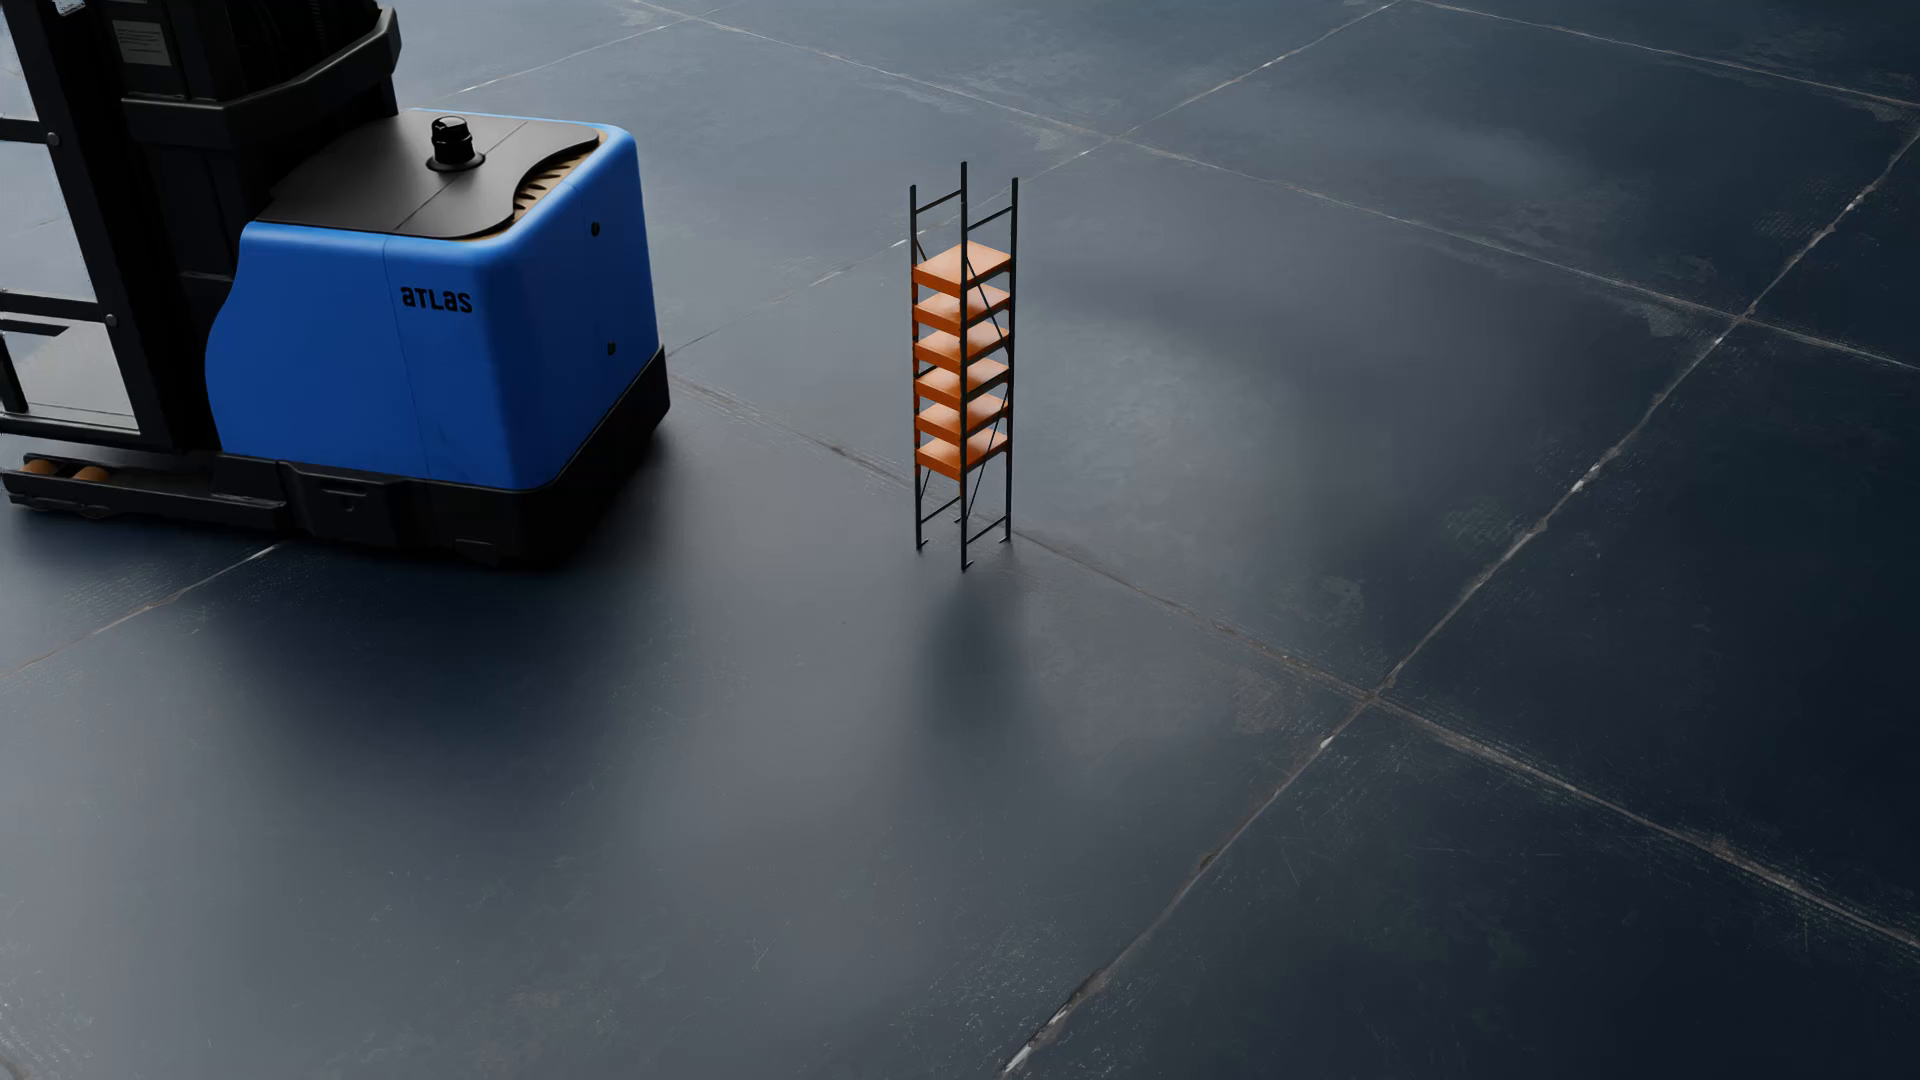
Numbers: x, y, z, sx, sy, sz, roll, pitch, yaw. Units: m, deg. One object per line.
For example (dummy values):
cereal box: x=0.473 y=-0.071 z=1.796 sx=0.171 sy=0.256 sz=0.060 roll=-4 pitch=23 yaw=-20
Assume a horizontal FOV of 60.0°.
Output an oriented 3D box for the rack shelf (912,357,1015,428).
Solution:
rack shelf: x=0.011 y=-0.453 z=4.928 sx=0.180 sy=0.103 sz=0.258 roll=25 pitch=42 yaw=32

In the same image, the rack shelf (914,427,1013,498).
rack shelf: x=0.011 y=-0.255 z=5.064 sx=0.180 sy=0.103 sz=0.258 roll=25 pitch=42 yaw=32

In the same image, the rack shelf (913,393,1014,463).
rack shelf: x=0.011 y=-0.354 z=4.996 sx=0.180 sy=0.103 sz=0.258 roll=25 pitch=42 yaw=32

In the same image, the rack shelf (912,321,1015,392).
rack shelf: x=0.011 y=-0.552 z=4.860 sx=0.180 sy=0.103 sz=0.258 roll=25 pitch=42 yaw=32

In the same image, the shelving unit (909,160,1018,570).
shelving unit: x=0.011 y=-0.489 z=4.903 sx=0.189 sy=1.200 sz=0.258 roll=25 pitch=42 yaw=32

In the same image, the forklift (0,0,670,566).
forklift: x=-2.583 y=-1.558 z=4.930 sx=3.031 sy=2.935 sz=1.130 roll=7 pitch=35 yaw=11

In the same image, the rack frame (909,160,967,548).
rack frame: x=-0.059 y=-0.523 z=4.951 sx=0.006 sy=1.200 sz=0.240 roll=25 pitch=42 yaw=32

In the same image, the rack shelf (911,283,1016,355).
rack shelf: x=0.011 y=-0.651 z=4.792 sx=0.180 sy=0.103 sz=0.258 roll=25 pitch=42 yaw=32

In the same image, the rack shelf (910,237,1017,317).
rack shelf: x=0.011 y=-0.749 z=4.724 sx=0.180 sy=0.103 sz=0.258 roll=25 pitch=42 yaw=32

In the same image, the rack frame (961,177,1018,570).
rack frame: x=0.081 y=-0.456 z=4.854 sx=0.006 sy=1.200 sz=0.240 roll=25 pitch=42 yaw=32
